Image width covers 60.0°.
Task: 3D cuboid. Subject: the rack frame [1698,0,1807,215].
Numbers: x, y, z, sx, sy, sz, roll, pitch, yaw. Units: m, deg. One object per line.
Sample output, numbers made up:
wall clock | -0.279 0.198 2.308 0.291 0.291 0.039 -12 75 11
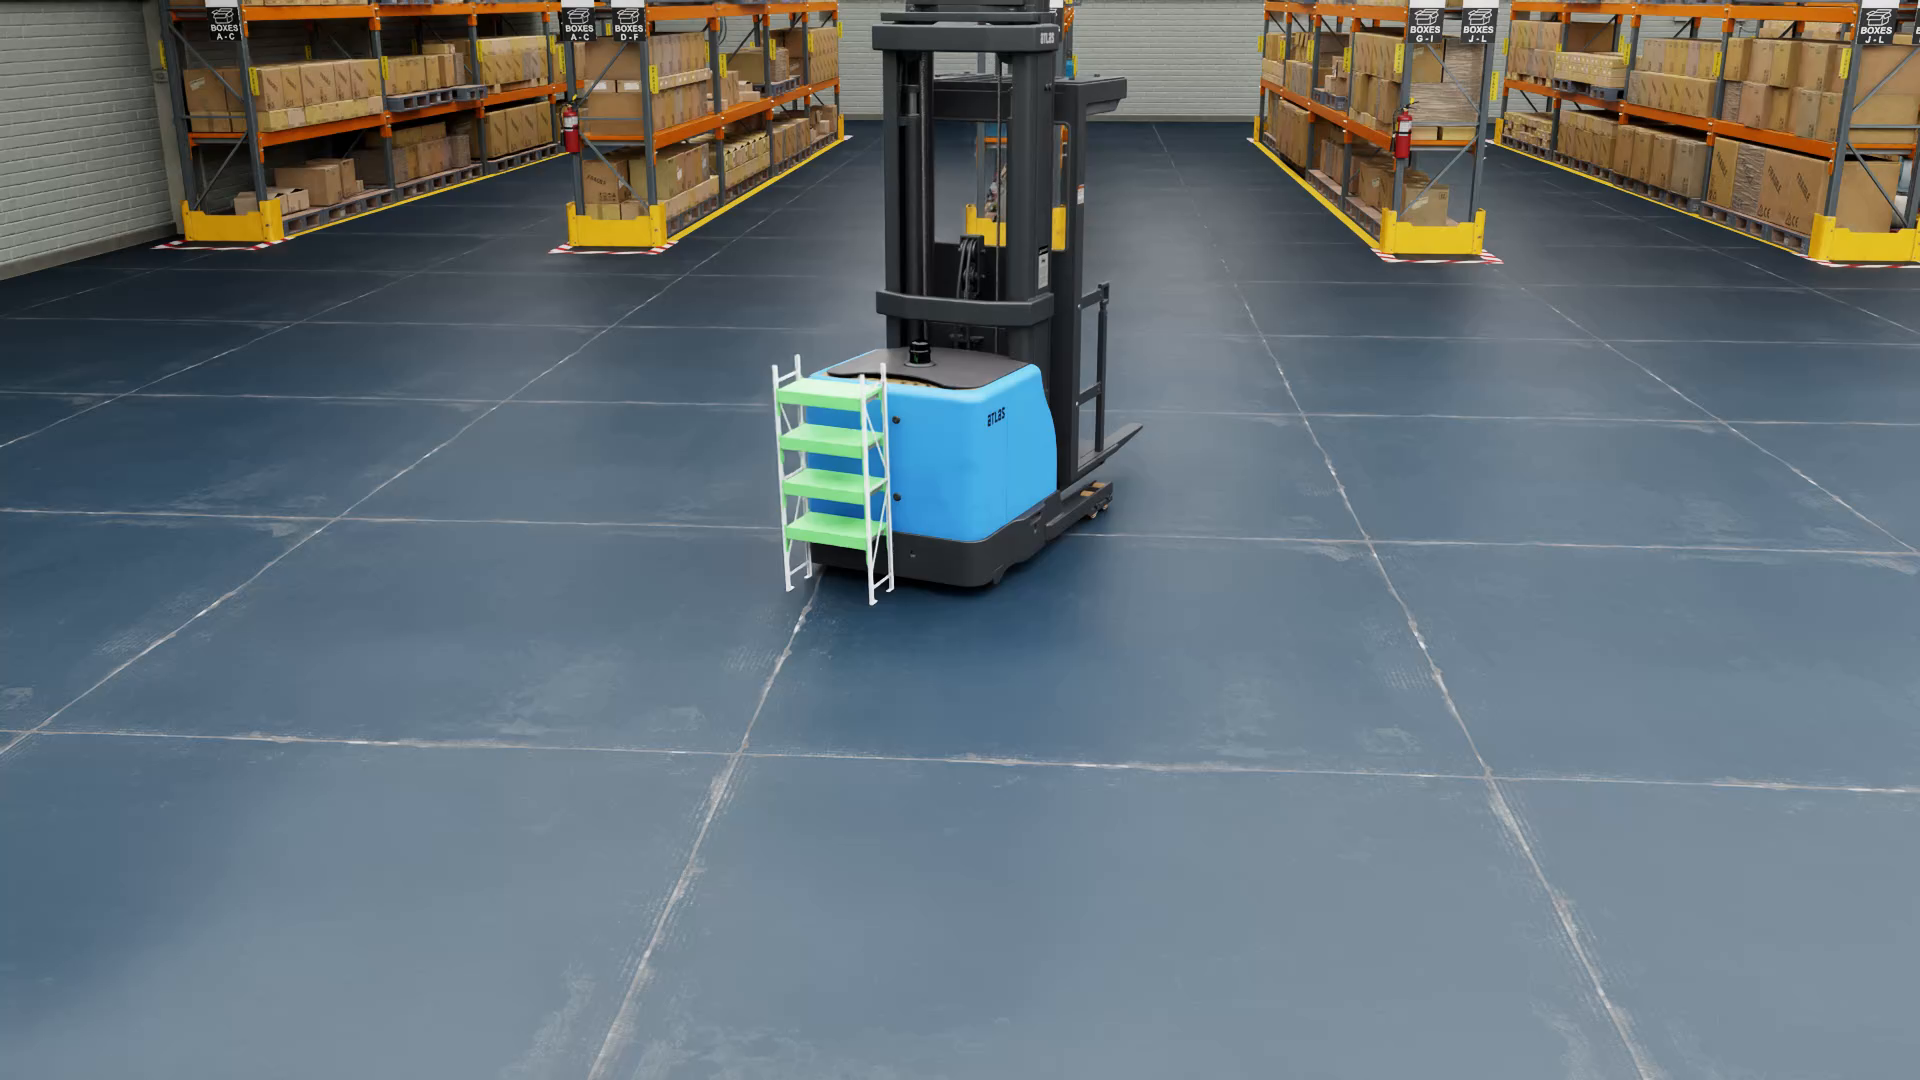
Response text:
rack frame | 10.878 -5.973 22.834 1.000 3.000 0.127 1 18 4

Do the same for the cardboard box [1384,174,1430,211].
cardboard box | 5.785 -4.458 21.552 0.500 0.500 0.500 3 18 9

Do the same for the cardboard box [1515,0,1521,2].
cardboard box | 11.451 -10.920 33.356 0.500 0.250 0.500 2 18 6

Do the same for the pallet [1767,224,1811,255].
pallet | 10.570 -3.655 20.240 1.003 0.211 1.213 1 18 4

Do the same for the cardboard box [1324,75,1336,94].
cardboard box | 5.875 -6.970 25.444 0.500 0.250 0.500 1 18 2

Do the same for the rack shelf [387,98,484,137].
rack shelf | -8.741 -6.726 26.288 1.077 0.370 4.000 1 18 4

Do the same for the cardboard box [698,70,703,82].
cardboard box | -3.785 -6.446 23.074 0.380 0.149 0.250 1 18 2

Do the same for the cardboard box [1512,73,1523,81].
cardboard box | 11.338 -9.325 33.467 0.380 0.149 0.250 1 18 2

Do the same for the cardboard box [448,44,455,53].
cardboard box | -8.592 -8.146 27.557 0.380 0.149 0.250 -1 18 -3

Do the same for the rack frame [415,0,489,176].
rack frame | -8.597 -7.689 28.071 1.000 3.000 0.127 1 18 4

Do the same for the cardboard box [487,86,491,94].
cardboard box | -8.316 -7.754 28.642 0.380 0.149 0.250 2 18 5

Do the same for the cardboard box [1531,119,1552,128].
cardboard box | 11.230 -8.024 32.042 0.380 0.149 0.250 0 18 1

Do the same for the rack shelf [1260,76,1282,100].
rack shelf | 6.655 -8.879 32.858 1.077 0.370 4.000 1 18 4

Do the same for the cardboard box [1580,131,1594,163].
cardboard box | 11.013 -6.763 28.585 0.500 0.500 0.500 0 18 1

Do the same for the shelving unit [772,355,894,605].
shelving unit | -0.633 -0.302 8.398 0.503 1.200 0.258 8 23 24

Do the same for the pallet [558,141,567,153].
pallet | -8.178 -7.841 33.012 1.003 0.211 1.213 1 18 4

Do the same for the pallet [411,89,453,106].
pallet | -8.698 -6.982 26.222 1.003 0.211 1.213 1 18 4

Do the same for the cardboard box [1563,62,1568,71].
cardboard box | 10.929 -8.406 29.511 0.380 0.149 0.250 2 18 5

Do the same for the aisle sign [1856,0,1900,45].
aisle sign | 10.287 -5.951 18.591 0.394 0.787 0.004 1 18 4

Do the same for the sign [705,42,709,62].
sign | -4.198 -8.101 27.597 0.100 0.325 0.005 1 18 4

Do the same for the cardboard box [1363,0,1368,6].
cardboard box | 5.617 -7.171 21.913 0.500 0.250 0.500 1 18 3

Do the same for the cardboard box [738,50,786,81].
cardboard box | -3.467 -8.304 29.115 0.700 0.500 0.500 5 19 14

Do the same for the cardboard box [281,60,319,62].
cardboard box | -9.167 -6.439 23.262 0.500 0.500 0.500 1 18 4

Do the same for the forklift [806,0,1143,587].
forklift | 0.268 -1.570 9.507 1.130 2.935 3.031 8 20 24

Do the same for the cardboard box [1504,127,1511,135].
cardboard box | 11.381 -8.389 34.112 0.380 0.149 0.250 2 18 5

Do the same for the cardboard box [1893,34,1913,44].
cardboard box | 15.999 -8.296 28.157 0.500 0.500 0.500 1 18 3

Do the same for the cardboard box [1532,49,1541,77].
cardboard box | 11.279 -9.119 31.796 0.500 0.500 0.500 1 18 4

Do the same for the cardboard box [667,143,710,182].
cardboard box | -3.806 -5.283 23.264 0.500 0.500 0.500 1 18 4

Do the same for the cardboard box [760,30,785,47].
cardboard box | -3.591 -9.507 31.854 0.500 0.500 0.500 1 18 4

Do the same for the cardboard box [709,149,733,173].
cardboard box | -3.665 -5.619 24.596 0.500 0.311 0.500 1 18 4

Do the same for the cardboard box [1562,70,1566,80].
cardboard box | 10.928 -8.262 29.548 0.380 0.149 0.250 1 18 4

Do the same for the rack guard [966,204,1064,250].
rack guard | 0.669 -3.820 20.278 1.175 0.500 0.348 1 18 4

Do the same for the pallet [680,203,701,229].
pallet | -4.126 -4.386 22.470 1.003 0.211 1.213 1 18 4

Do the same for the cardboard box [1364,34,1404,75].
cardboard box | 5.581 -6.334 21.693 0.500 0.500 0.500 1 18 4

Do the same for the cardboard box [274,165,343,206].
cardboard box | -8.888 -4.842 22.691 0.700 0.500 0.500 0 18 0

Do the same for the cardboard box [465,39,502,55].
cardboard box | -8.270 -8.546 28.812 0.500 0.250 0.500 1 18 3

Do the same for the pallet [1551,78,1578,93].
pallet | 11.251 -8.132 29.732 1.003 0.211 1.213 1 18 4

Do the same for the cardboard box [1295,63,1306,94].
cardboard box | 6.126 -8.038 28.975 0.500 0.500 0.500 2 18 5

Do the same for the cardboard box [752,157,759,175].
cardboard box | -3.523 -5.987 26.619 0.500 0.250 0.500 2 18 5

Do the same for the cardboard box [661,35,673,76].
cardboard box | -4.112 -6.240 21.405 0.700 0.500 0.500 1 18 4

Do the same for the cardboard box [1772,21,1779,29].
cardboard box | 16.300 -10.186 32.885 0.380 0.149 0.250 2 18 6

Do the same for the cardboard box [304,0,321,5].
cardboard box | -8.773 -7.279 21.811 0.500 0.500 0.500 2 18 7

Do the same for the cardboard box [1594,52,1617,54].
cardboard box | 11.617 -8.691 29.904 0.380 0.149 0.250 2 18 6

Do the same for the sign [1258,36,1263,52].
sign | 6.245 -10.305 34.538 0.100 0.325 0.005 1 18 4

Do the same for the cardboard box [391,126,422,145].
cardboard box | -8.786 -6.352 26.094 0.500 0.250 0.500 1 18 2

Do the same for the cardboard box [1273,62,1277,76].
cardboard box | 6.352 -9.132 32.238 0.500 0.250 0.500 2 18 5

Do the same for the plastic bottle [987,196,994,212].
plastic bottle | 0.405 -4.443 21.951 0.097 0.201 0.097 0 18 0

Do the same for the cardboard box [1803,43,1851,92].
cardboard box | 10.604 -5.602 19.728 0.875 0.550 0.550 1 18 4

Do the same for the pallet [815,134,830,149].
pallet | -3.234 -8.090 33.773 1.003 0.211 1.213 1 18 4

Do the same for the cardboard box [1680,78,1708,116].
cardboard box | 10.685 -6.345 23.810 0.500 0.500 0.500 1 18 3

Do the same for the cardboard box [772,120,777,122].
cardboard box | -3.674 -7.532 30.901 0.500 0.500 0.500 2 18 5
